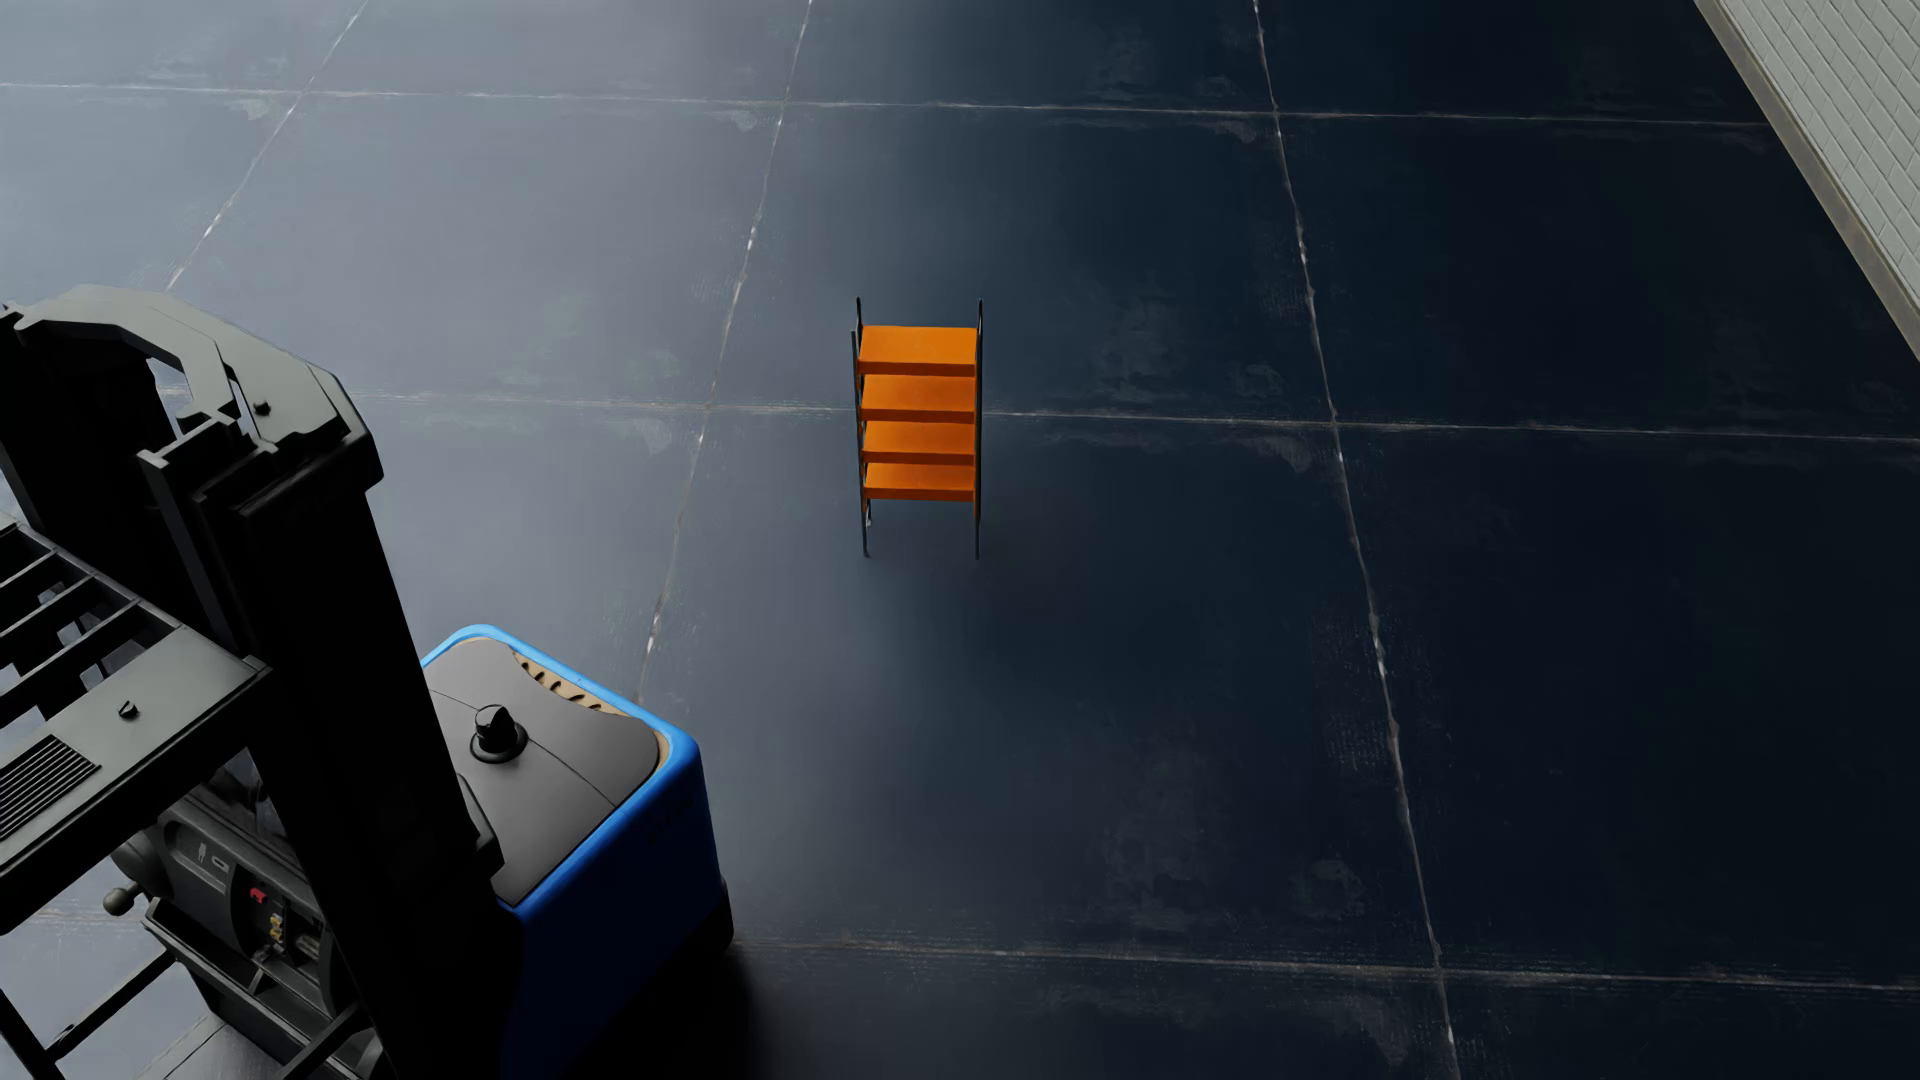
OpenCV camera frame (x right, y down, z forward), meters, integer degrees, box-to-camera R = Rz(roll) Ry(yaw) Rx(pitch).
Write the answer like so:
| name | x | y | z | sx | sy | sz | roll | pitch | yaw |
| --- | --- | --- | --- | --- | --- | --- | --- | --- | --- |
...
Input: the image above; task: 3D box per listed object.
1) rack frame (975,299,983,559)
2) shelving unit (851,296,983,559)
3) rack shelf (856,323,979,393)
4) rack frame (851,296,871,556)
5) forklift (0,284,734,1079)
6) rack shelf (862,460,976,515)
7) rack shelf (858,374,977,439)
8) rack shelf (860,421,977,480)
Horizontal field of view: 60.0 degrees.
| name | x | y | z | sx | sy | sz | roll | pitch | yaw |
| --- | --- | --- | --- | --- | --- | --- | --- | --- | --- |
| rack frame | 0.078 | -0.437 | 6.924 | 0.015 | 1.200 | 0.240 | 2 | 43 | 2 |
| shelving unit | -0.165 | -0.444 | 6.932 | 0.503 | 1.200 | 0.258 | 2 | 43 | 2 |
| rack shelf | -0.165 | -0.732 | 6.664 | 0.480 | 0.148 | 0.258 | 2 | 43 | 2 |
| rack frame | -0.409 | -0.452 | 6.940 | 0.015 | 1.200 | 0.240 | 2 | 43 | 2 |
| forklift | -2.023 | 0.983 | 4.130 | 1.130 | 2.935 | 3.031 | 25 | 48 | 24 |
| rack shelf | -0.165 | -0.250 | 7.113 | 0.480 | 0.148 | 0.258 | 2 | 43 | 2 |
| rack shelf | -0.165 | -0.559 | 6.825 | 0.480 | 0.148 | 0.258 | 2 | 43 | 2 |
| rack shelf | -0.165 | -0.395 | 6.978 | 0.480 | 0.148 | 0.258 | 2 | 43 | 2 |
